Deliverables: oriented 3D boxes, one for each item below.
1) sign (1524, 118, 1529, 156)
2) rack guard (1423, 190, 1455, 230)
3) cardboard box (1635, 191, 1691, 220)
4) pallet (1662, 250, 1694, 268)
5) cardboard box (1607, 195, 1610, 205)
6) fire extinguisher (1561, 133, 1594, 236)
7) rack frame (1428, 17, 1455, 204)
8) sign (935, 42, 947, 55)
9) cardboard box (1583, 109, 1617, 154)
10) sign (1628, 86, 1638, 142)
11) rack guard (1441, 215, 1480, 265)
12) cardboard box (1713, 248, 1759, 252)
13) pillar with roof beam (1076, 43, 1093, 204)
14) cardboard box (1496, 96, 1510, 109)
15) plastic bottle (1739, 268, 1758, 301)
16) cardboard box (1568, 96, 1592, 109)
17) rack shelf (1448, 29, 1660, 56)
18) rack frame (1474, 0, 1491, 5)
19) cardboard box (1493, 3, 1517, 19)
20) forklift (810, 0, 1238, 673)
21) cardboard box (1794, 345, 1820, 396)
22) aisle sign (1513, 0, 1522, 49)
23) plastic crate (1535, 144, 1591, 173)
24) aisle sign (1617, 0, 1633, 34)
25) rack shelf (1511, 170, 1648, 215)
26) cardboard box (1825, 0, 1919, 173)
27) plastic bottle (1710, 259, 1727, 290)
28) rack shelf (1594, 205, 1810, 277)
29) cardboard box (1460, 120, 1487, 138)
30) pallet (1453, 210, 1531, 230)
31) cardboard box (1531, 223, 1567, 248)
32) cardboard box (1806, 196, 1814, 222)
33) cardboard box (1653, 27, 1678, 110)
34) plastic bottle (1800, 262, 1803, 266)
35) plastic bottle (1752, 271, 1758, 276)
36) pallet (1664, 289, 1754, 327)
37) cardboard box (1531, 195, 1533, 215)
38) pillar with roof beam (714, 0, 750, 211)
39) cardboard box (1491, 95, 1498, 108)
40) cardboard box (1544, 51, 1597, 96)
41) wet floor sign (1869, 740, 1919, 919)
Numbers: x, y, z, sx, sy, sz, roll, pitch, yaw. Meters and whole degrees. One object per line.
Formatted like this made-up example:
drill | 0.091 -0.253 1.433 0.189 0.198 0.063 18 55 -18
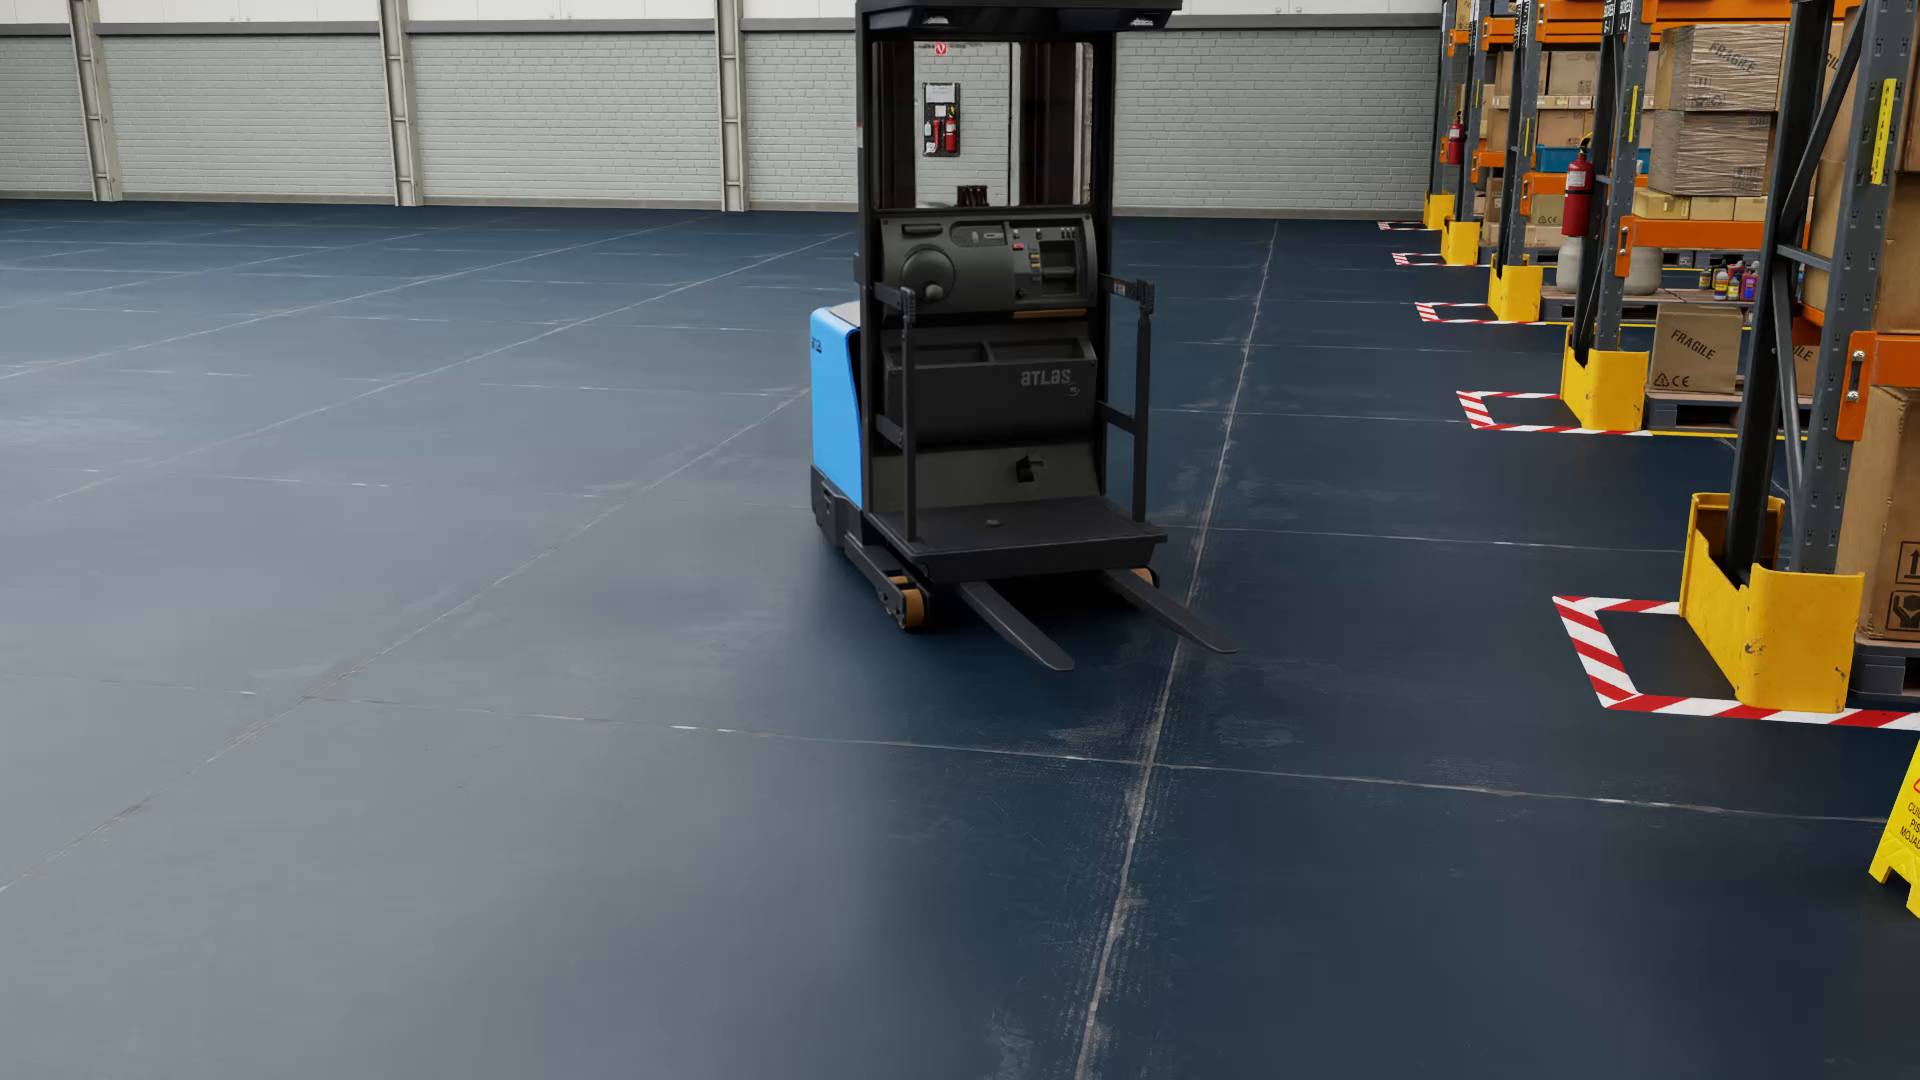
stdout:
sign | 5.030 -3.574 14.758 0.005 0.325 0.100 3 16 11
rack guard | 7.193 -4.968 24.989 0.348 0.500 1.175 3 16 11
cardboard box | 4.389 -2.090 10.390 0.250 0.149 0.380 3 16 11
pallet | 8.085 -3.441 20.019 1.213 0.211 1.003 3 16 11
cardboard box | 7.599 -3.983 19.710 0.500 0.500 0.500 3 16 11
fire extinguisher | 4.137 -2.378 11.104 0.183 0.674 0.296 3 16 11
rack frame | 7.119 -6.176 24.670 0.127 3.000 1.000 3 16 11
sign | -0.305 -7.970 26.801 0.199 0.298 0.001 3 16 11
cardboard box | 7.591 -4.846 19.679 0.500 0.500 0.700 3 16 11
sign | 4.049 -2.564 10.008 0.005 0.325 0.100 3 16 11
rack guard | 6.111 -3.677 20.329 0.348 0.500 1.175 3 16 11
cardboard box | 9.069 -3.541 19.522 0.500 0.250 0.500 3 16 11
pillar with roof beam | 1.239 -8.449 21.638 0.400 9.000 9.100 3 16 11
cardboard box | 6.477 -5.164 19.612 0.250 0.149 0.380 3 16 11
plastic bottle | 7.077 -2.293 14.914 0.133 0.283 0.061 3 16 12
cardboard box | 7.227 -5.123 19.464 0.250 0.149 0.380 3 16 10
rack shelf | 9.078 -7.169 23.981 4.000 0.370 1.077 3 16 11
rack frame | 6.135 -7.771 19.190 0.127 3.000 1.000 3 16 11
cardboard box | 7.916 -7.559 23.816 0.500 0.500 0.500 4 16 15
forklift | 0.191 -1.171 6.728 1.130 2.935 3.031 -5 16 -17
cardboard box | 5.358 -1.226 10.696 0.500 0.500 0.500 8 17 26
aisle sign | 5.133 -4.919 15.261 0.004 0.787 0.394 3 16 11
plastic crate | 5.694 -3.565 15.520 0.616 0.251 0.499 3 16 11
aisle sign | 4.037 -3.467 10.018 0.004 0.787 0.394 3 16 11
rack shelf | 7.104 -3.132 15.026 4.000 0.370 1.077 3 16 11
cardboard box | 3.426 -1.560 5.699 0.550 0.550 0.875 3 16 11
plastic bottle | 7.150 -2.503 15.674 0.133 0.283 0.061 4 16 12
rack shelf | 6.117 -1.836 10.348 4.000 0.370 1.077 3 16 11
cardboard box | 7.533 -6.005 24.293 0.500 0.250 0.500 3 16 9
pallet | 7.982 -4.776 24.838 1.213 0.211 1.003 3 16 11
cardboard box | 7.107 -3.645 19.896 0.500 0.250 0.500 3 16 11
cardboard box | 5.121 -2.047 10.233 0.250 0.149 0.380 3 16 11
cardboard box | 4.746 -2.998 10.577 0.500 0.500 0.500 3 16 11
plastic bottle | 7.754 -2.491 15.505 0.185 0.351 0.144 3 16 11
plastic bottle | 7.402 -2.403 15.467 0.097 0.201 0.097 0 15 0
pallet | 7.215 -2.139 15.318 1.213 0.211 1.003 3 16 11
cardboard box | 8.337 -5.002 24.642 0.500 0.311 0.500 4 16 16
pillar with roof beam | -4.640 -8.769 22.790 0.400 9.000 9.100 3 16 11
cardboard box | 6.547 -5.270 19.997 0.250 0.149 0.380 3 16 10
cardboard box | 7.158 -5.496 19.596 0.500 0.500 0.700 3 16 10
wet floor sign | 2.647 0.654 4.421 0.232 0.644 0.267 0 15 1
